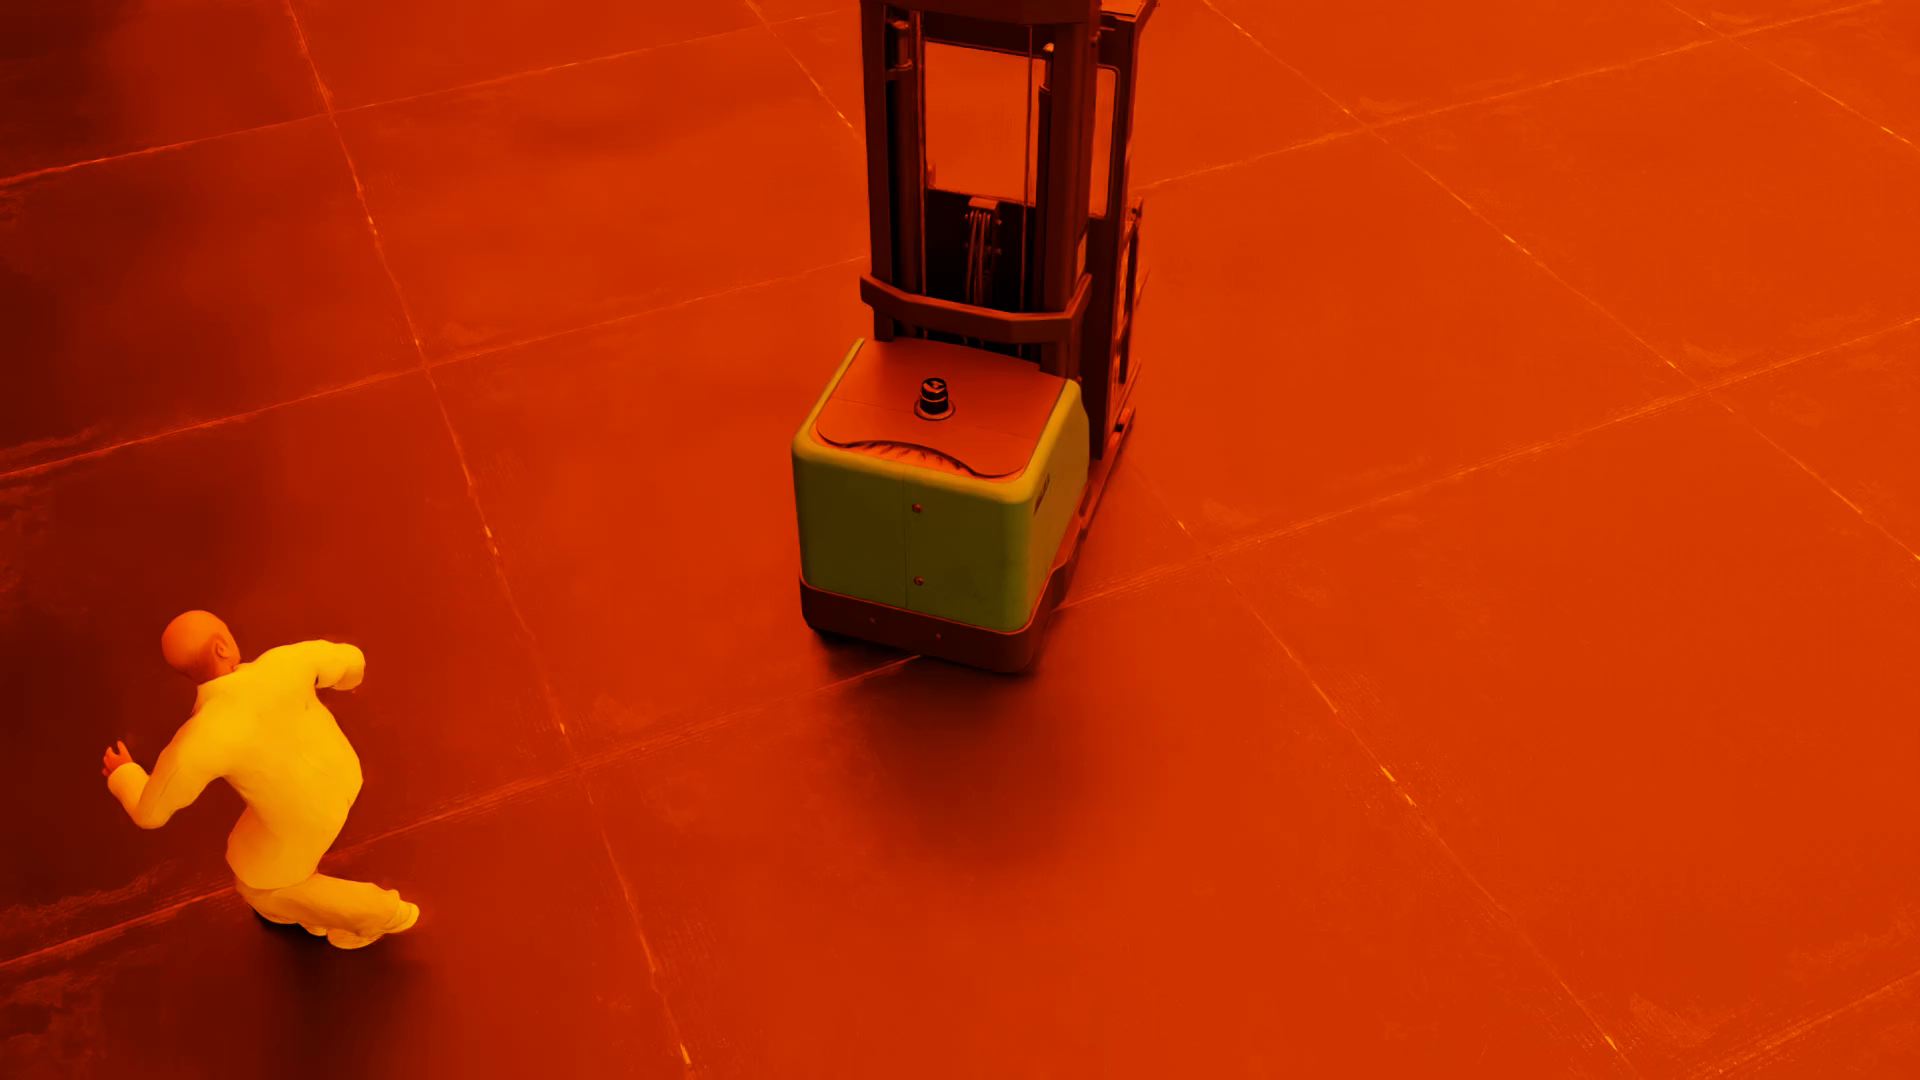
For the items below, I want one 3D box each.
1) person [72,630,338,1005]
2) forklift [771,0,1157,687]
[{"bbox_3d":[-2.532,0.907,5.568,0.561,1.762,0.793,28,50,26],"label":"person"},{"bbox_3d":[0.201,-1.466,7.251,1.130,2.935,3.031,14,45,14],"label":"forklift"}]
